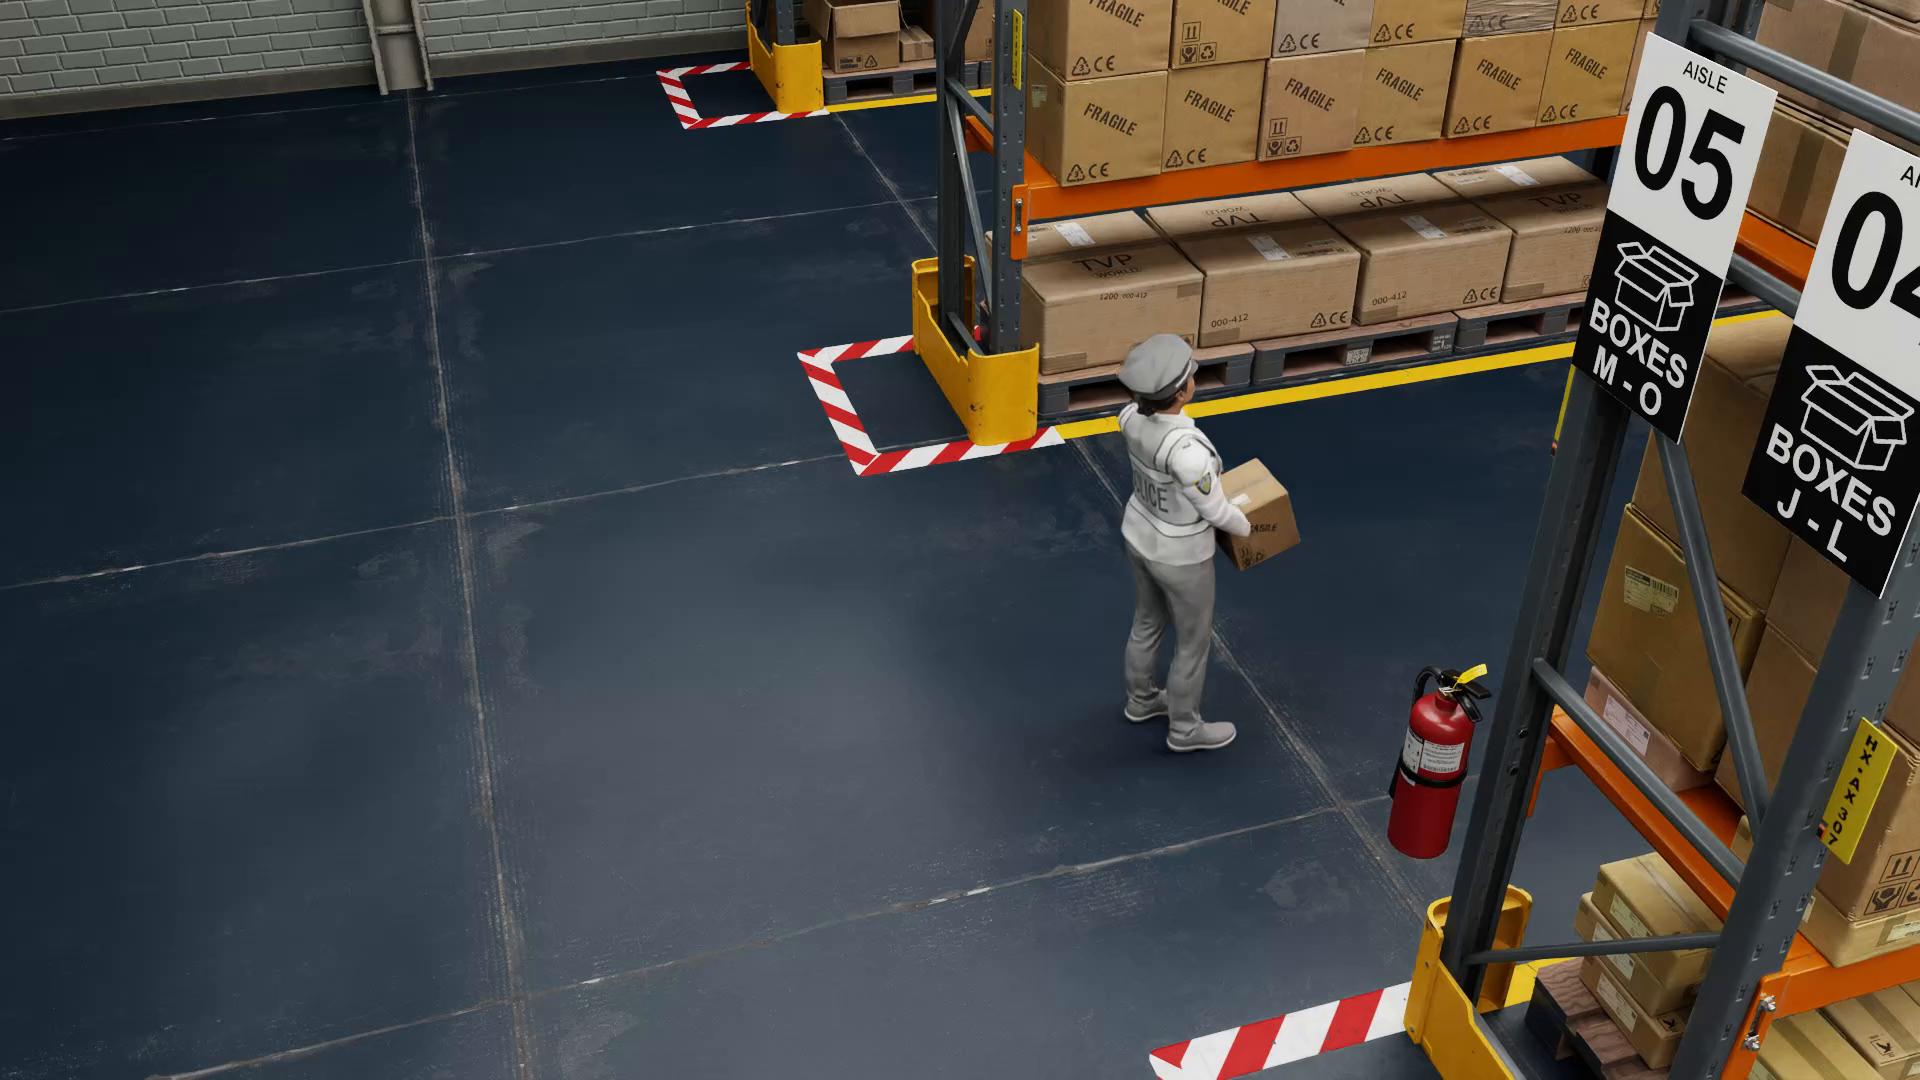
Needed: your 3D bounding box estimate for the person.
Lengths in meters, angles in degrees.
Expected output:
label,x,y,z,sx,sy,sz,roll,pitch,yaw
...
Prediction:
label,x,y,z,sx,sy,sz,roll,pitch,yaw
person,0.813,0.010,6.093,0.543,1.700,0.494,-17,38,-23
